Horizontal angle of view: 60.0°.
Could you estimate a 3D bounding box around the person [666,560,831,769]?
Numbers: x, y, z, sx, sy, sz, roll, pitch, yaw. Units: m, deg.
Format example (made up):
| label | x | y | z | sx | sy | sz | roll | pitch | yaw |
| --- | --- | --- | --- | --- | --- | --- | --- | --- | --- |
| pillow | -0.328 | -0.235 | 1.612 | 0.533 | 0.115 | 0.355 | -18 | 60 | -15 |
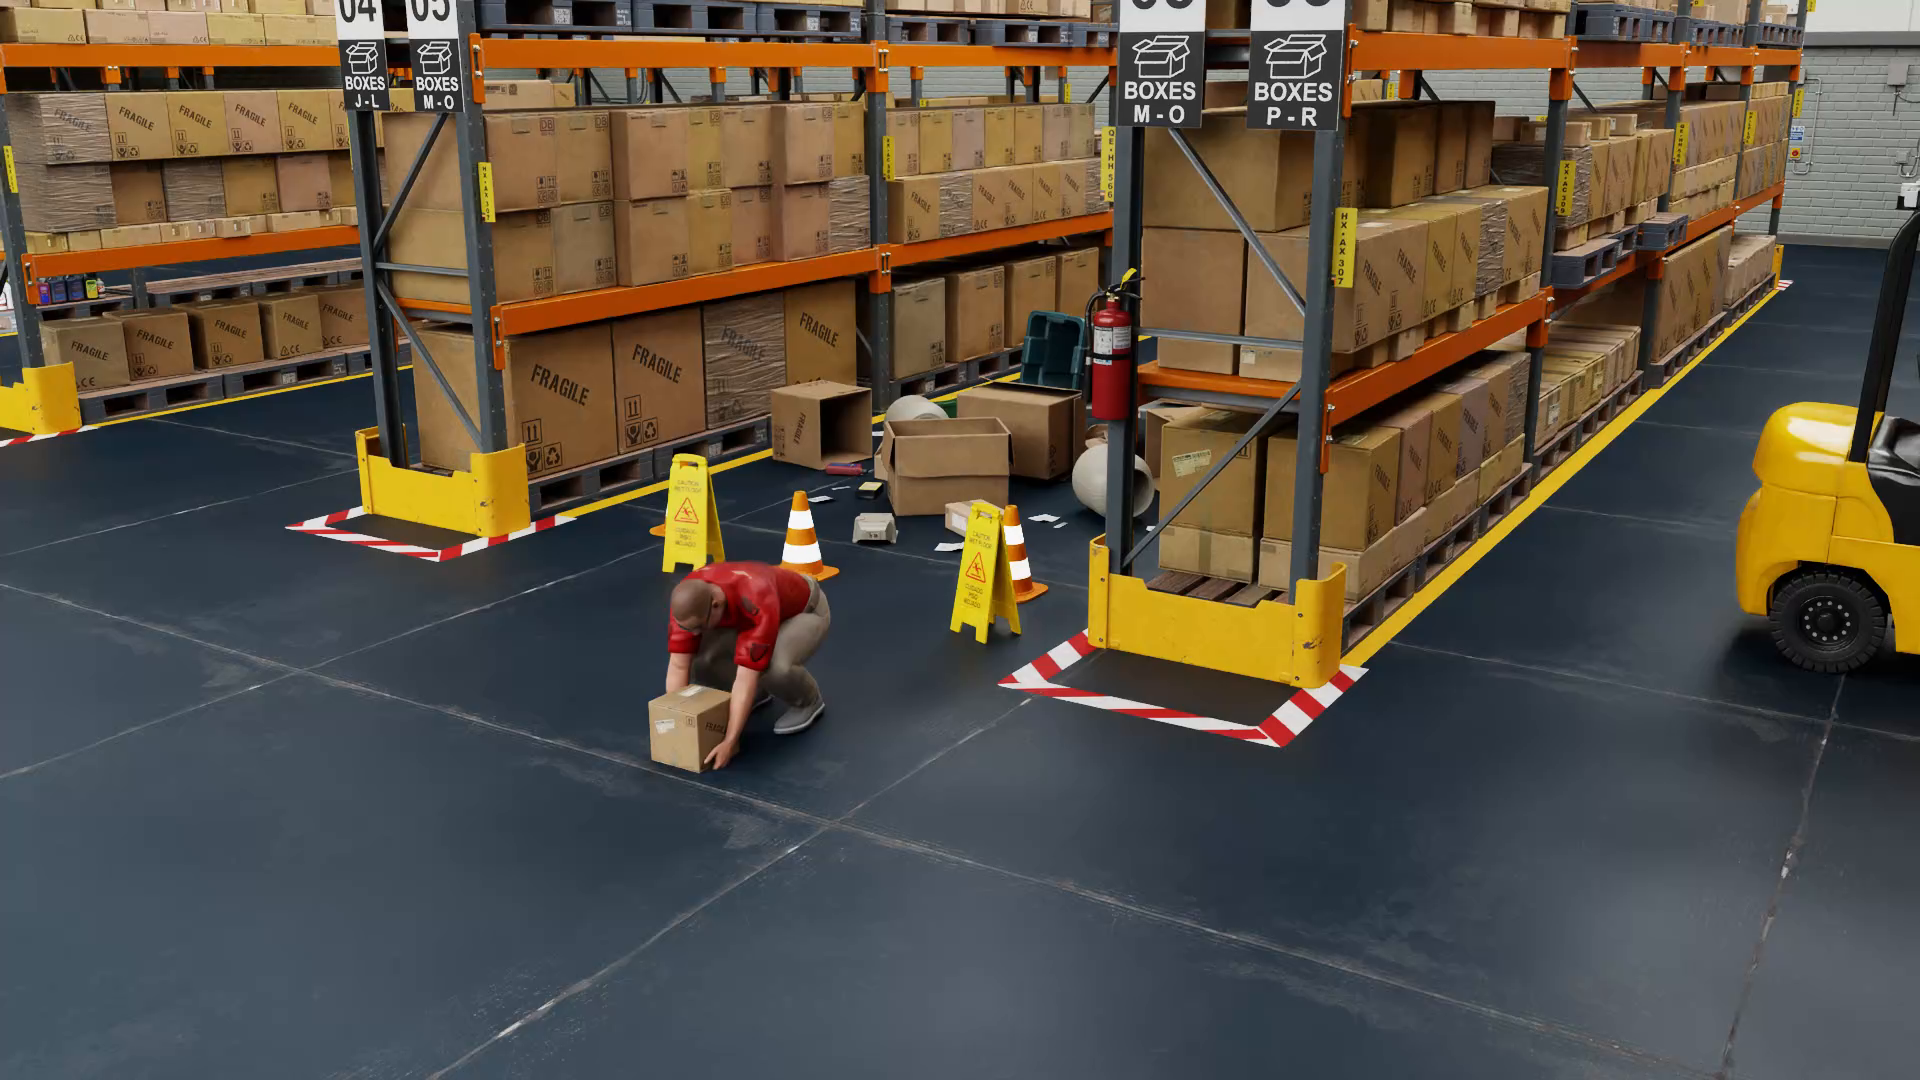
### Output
| label | x | y | z | sx | sy | sz | roll | pitch | yaw |
| --- | --- | --- | --- | --- | --- | --- | --- | --- | --- |
| person | -0.885 | 0.454 | 6.838 | 0.536 | 0.822 | 0.912 | 9 | 18 | 29 |
